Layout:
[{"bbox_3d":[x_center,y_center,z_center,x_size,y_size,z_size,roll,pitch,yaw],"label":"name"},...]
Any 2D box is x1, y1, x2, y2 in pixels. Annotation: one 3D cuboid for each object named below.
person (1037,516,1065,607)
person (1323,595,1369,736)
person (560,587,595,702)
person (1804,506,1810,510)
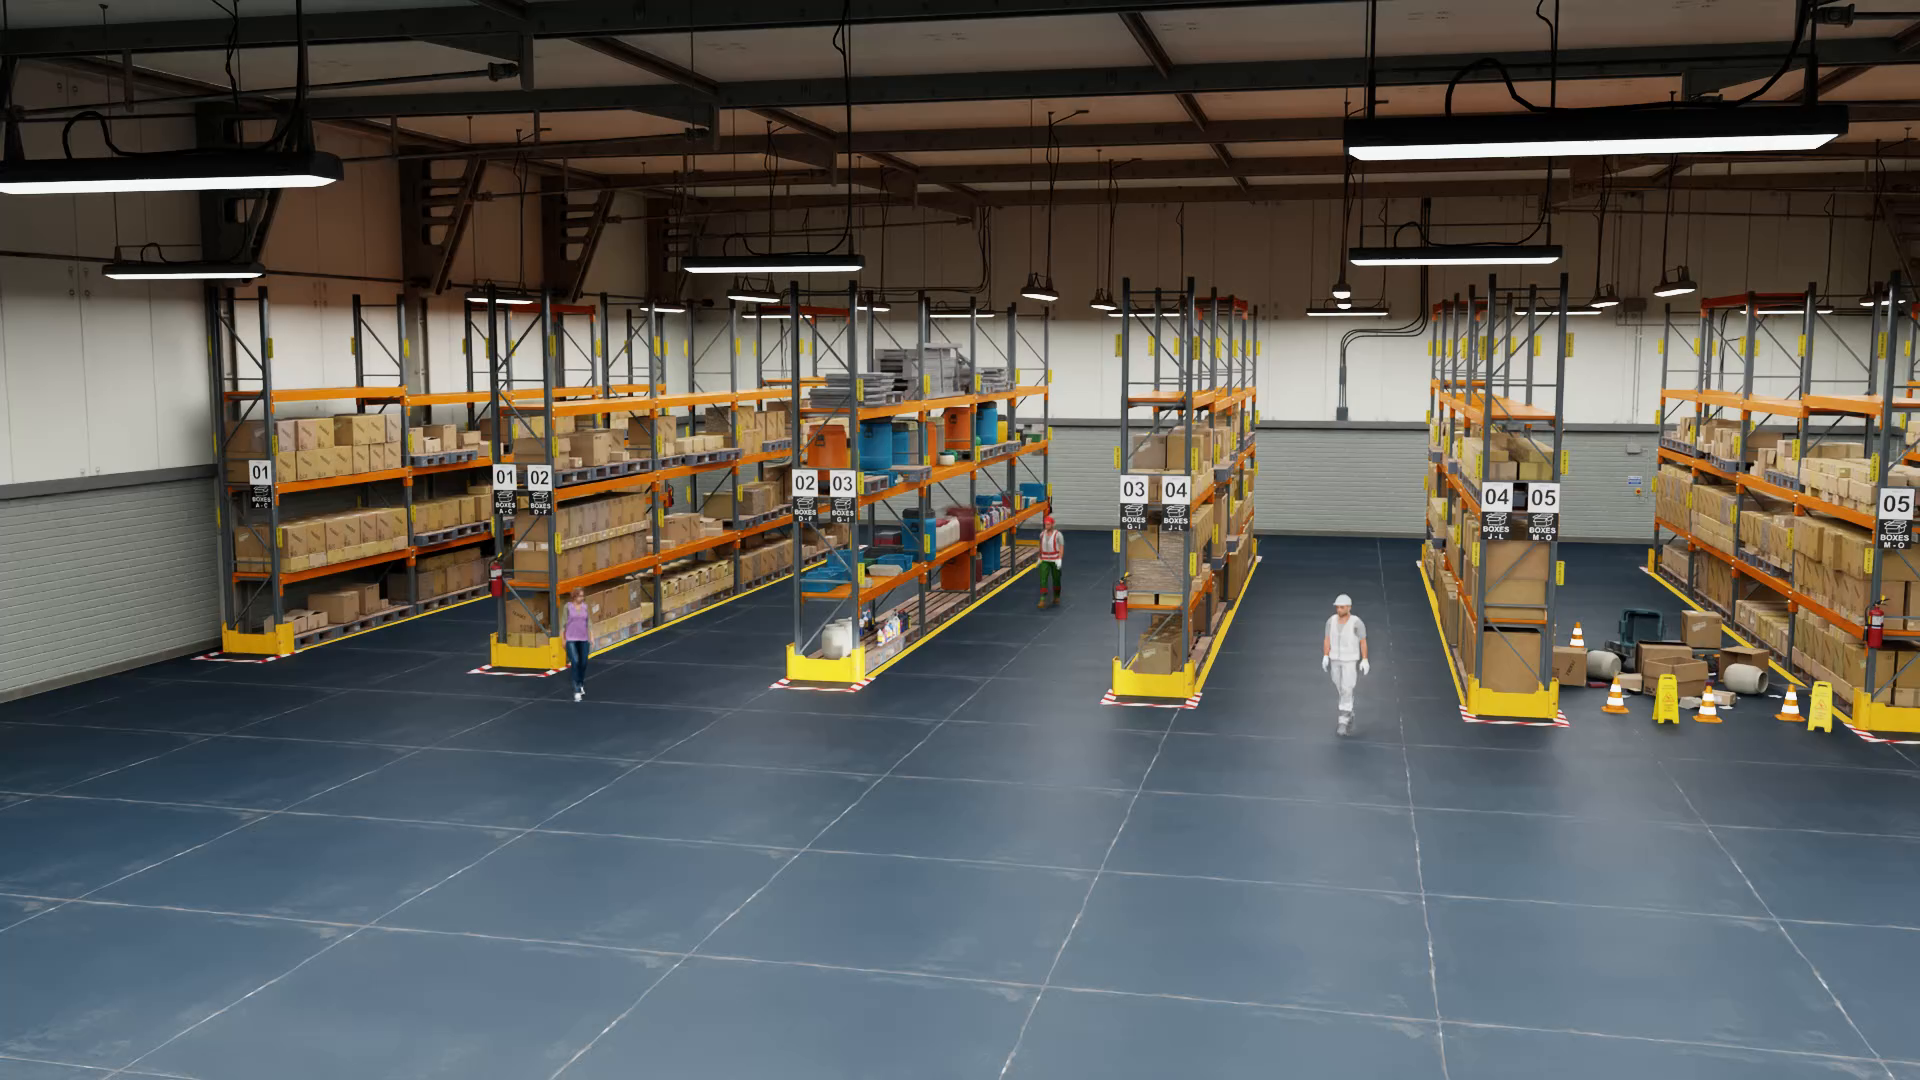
[{"bbox_3d":[1.738,0.404,32.298,0.581,1.723,1.034,2,7,15],"label":"person"},{"bbox_3d":[5.028,1.603,21.880,0.577,1.763,0.831,6,9,42],"label":"person"},{"bbox_3d":[-5.463,1.484,23.910,0.437,1.614,0.609,-4,8,-34],"label":"person"},{"bbox_3d":[18.340,0.031,36.019,0.501,1.686,0.998,-3,7,-28],"label":"person"}]
